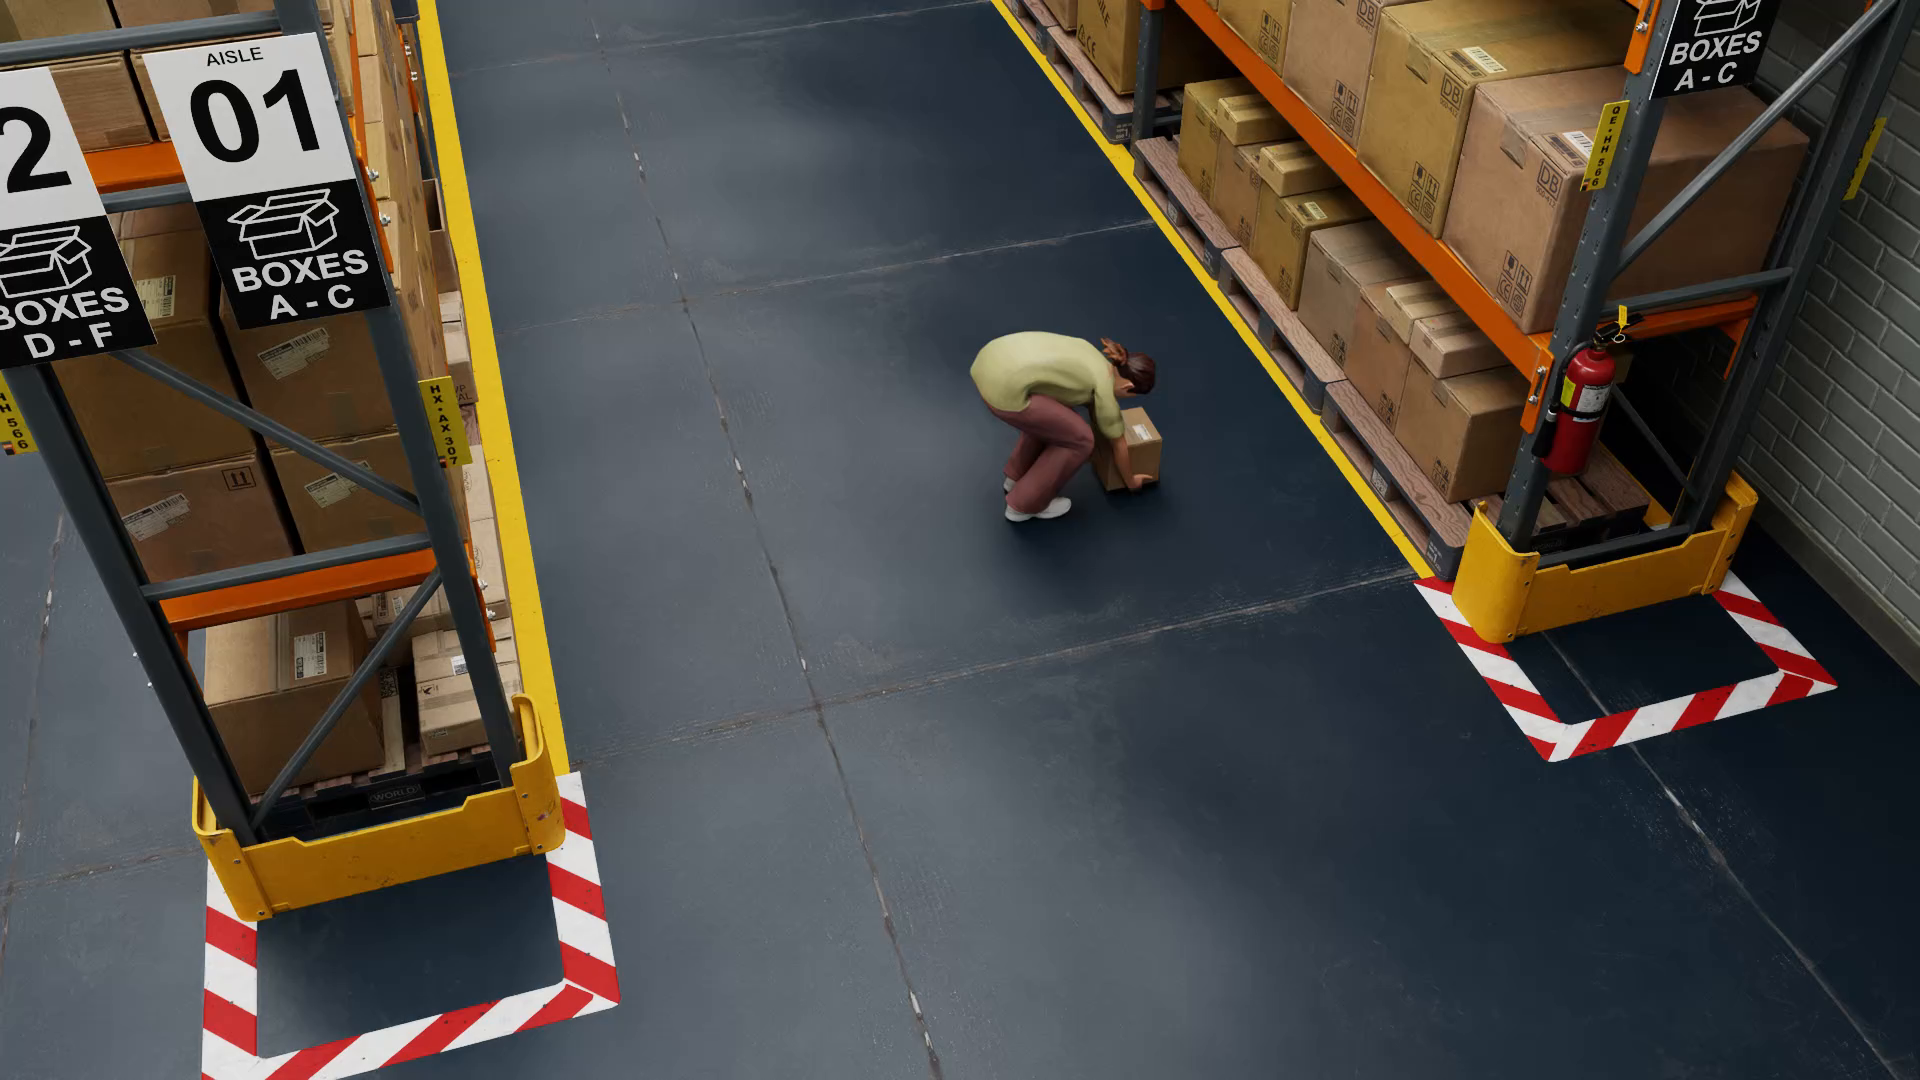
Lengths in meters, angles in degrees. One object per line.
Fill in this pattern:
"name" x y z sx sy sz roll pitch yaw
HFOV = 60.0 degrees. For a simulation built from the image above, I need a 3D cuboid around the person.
"person" 0.466 -0.549 7.352 0.848 0.878 0.460 -14 44 -15
